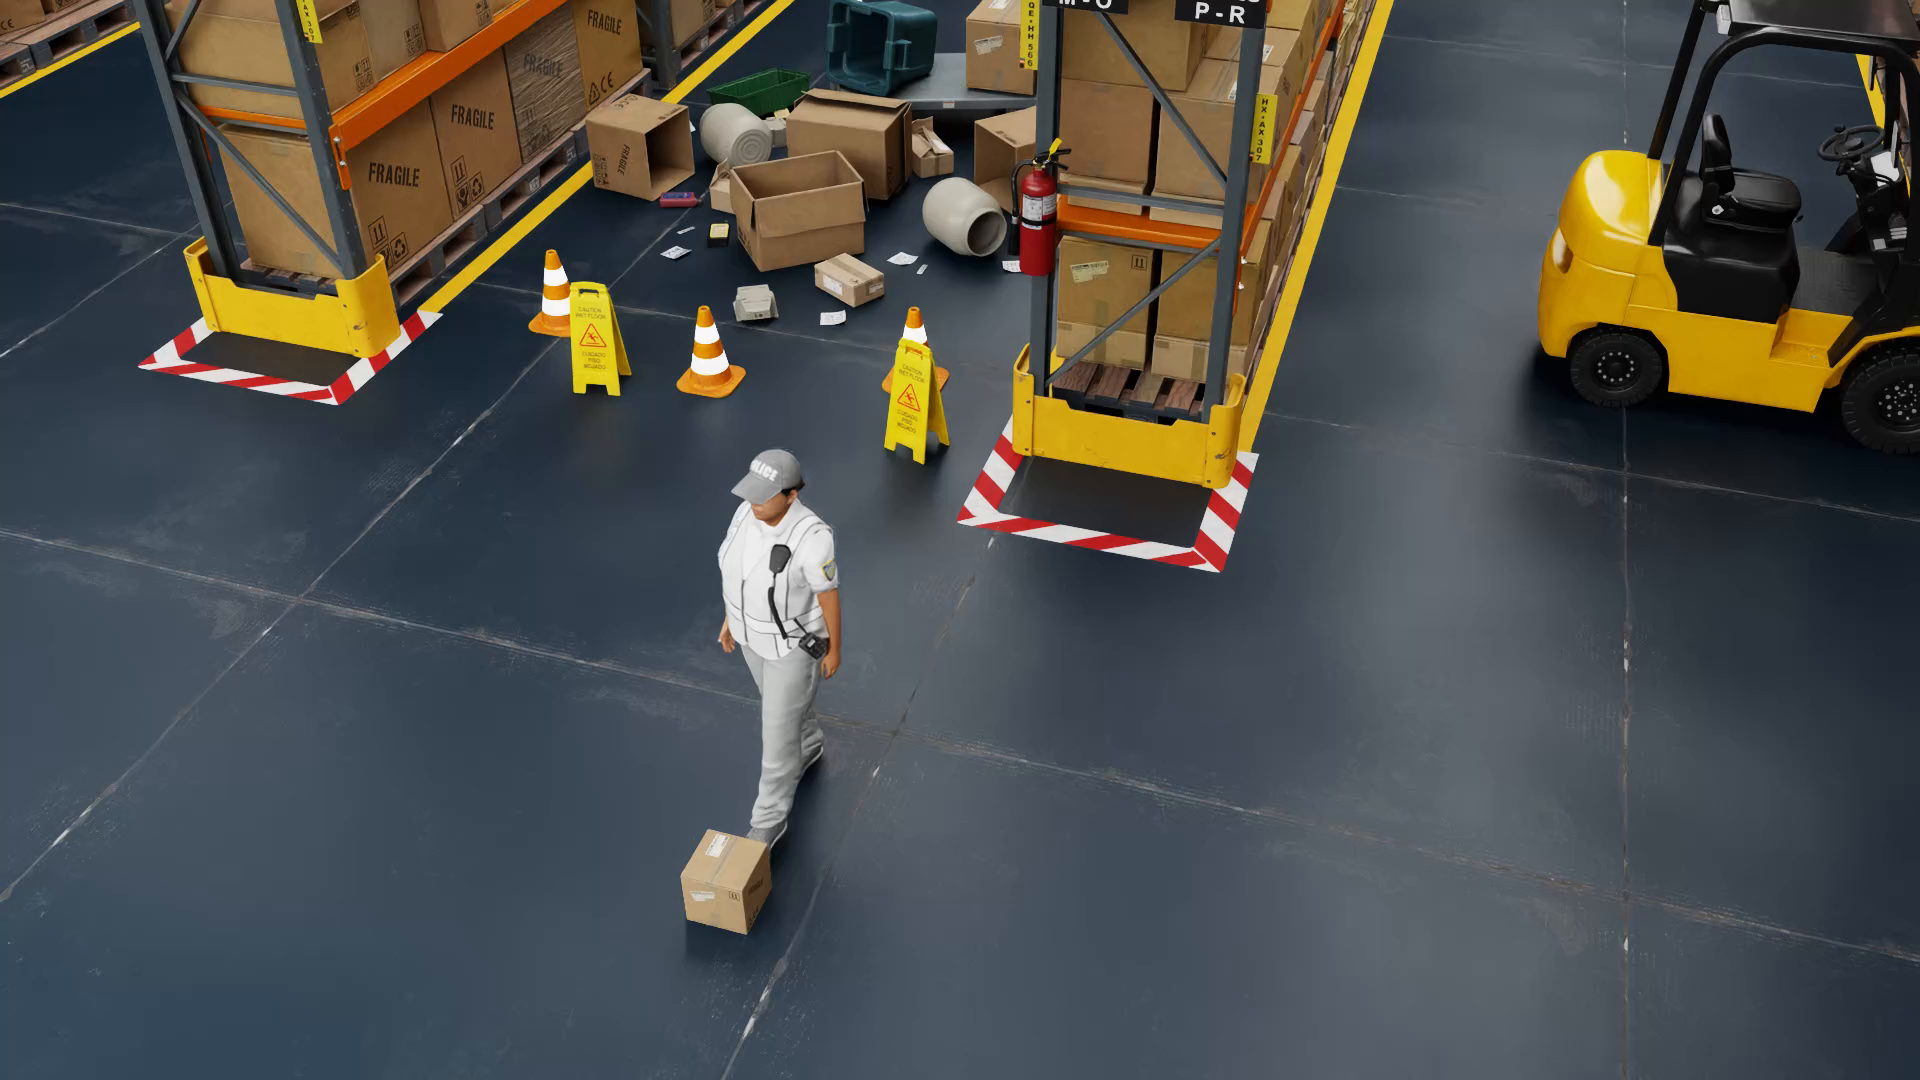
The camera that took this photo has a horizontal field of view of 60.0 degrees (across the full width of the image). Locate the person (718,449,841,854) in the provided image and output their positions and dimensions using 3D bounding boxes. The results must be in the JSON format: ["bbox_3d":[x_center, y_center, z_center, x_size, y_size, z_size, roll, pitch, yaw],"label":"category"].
[{"bbox_3d":[-0.784,0.420,6.328,0.486,1.652,0.709,29,46,32],"label":"person"}]
